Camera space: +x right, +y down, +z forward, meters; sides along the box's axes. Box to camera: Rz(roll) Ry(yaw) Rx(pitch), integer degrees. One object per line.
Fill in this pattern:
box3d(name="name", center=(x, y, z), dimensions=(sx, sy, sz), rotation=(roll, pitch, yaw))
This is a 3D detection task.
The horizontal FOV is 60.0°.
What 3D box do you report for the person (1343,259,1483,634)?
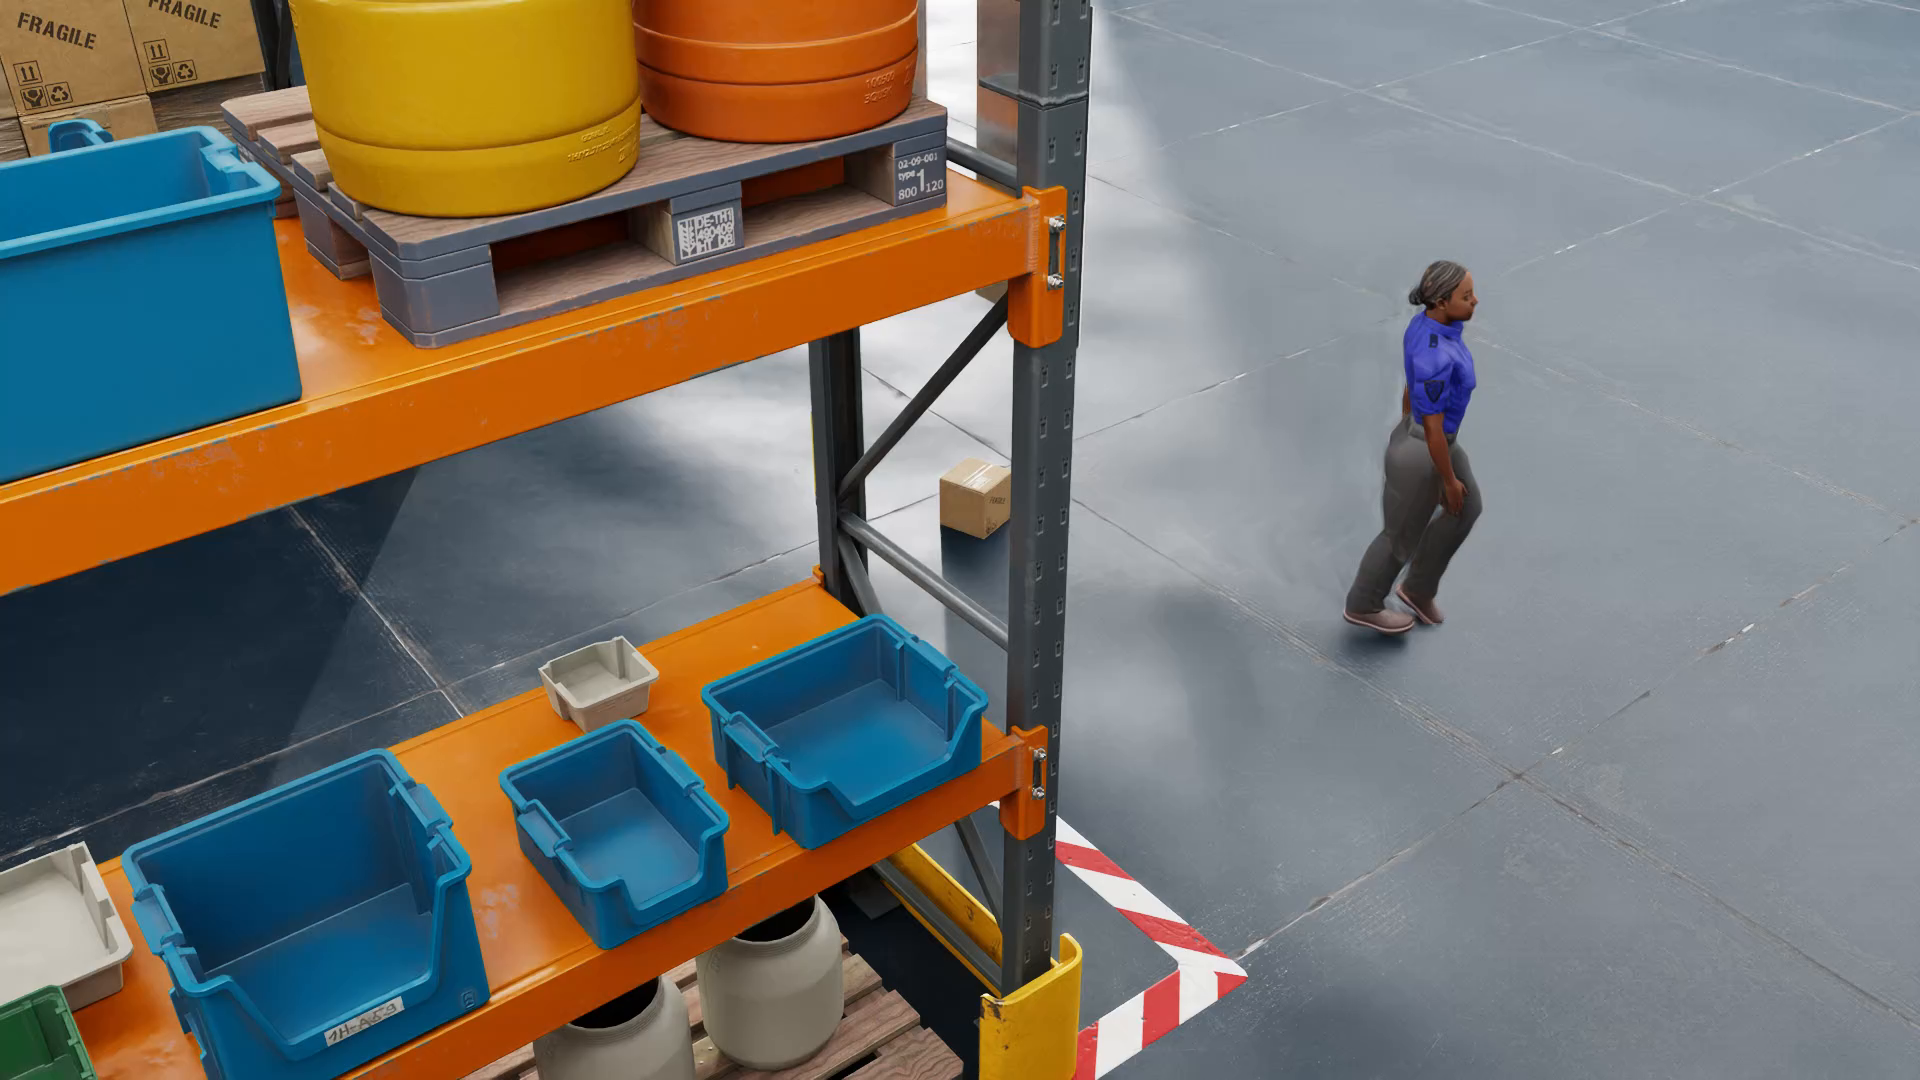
box3d(name="person", center=(1.876, -0.307, 6.639), dimensions=(0.495, 1.714, 0.485), rotation=(8, 33, 13))
